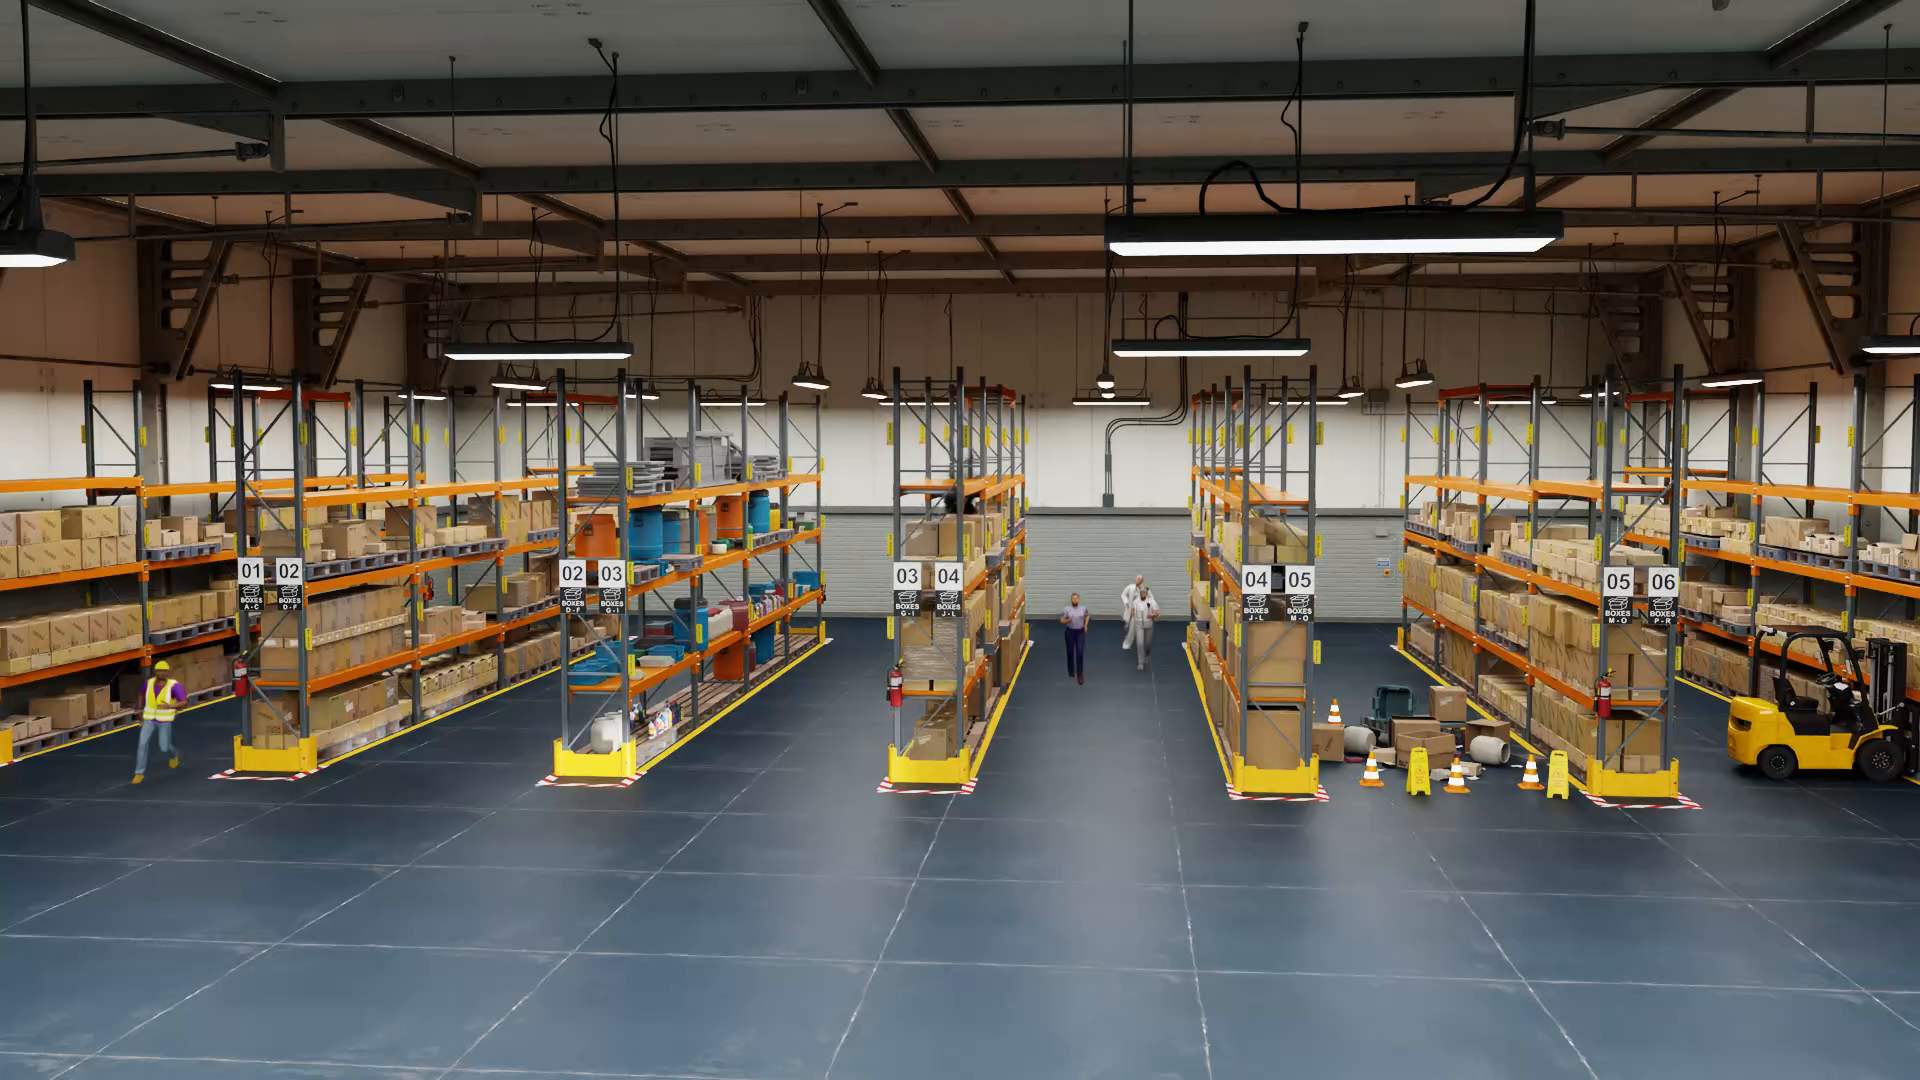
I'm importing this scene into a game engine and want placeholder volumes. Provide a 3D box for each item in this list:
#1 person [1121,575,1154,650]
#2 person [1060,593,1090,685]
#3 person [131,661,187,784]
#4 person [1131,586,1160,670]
[{"bbox_3d":[4.146,1.696,39.056,0.770,1.743,0.900,1,4,17],"label":"person"},{"bbox_3d":[2.234,1.909,32.264,0.585,1.736,0.684,0,4,2],"label":"person"},{"bbox_3d":[-11.723,2.641,24.400,0.729,1.736,0.889,0,4,-8],"label":"person"},{"bbox_3d":[4.008,1.880,36.041,0.647,1.803,0.891,1,4,10],"label":"person"}]
